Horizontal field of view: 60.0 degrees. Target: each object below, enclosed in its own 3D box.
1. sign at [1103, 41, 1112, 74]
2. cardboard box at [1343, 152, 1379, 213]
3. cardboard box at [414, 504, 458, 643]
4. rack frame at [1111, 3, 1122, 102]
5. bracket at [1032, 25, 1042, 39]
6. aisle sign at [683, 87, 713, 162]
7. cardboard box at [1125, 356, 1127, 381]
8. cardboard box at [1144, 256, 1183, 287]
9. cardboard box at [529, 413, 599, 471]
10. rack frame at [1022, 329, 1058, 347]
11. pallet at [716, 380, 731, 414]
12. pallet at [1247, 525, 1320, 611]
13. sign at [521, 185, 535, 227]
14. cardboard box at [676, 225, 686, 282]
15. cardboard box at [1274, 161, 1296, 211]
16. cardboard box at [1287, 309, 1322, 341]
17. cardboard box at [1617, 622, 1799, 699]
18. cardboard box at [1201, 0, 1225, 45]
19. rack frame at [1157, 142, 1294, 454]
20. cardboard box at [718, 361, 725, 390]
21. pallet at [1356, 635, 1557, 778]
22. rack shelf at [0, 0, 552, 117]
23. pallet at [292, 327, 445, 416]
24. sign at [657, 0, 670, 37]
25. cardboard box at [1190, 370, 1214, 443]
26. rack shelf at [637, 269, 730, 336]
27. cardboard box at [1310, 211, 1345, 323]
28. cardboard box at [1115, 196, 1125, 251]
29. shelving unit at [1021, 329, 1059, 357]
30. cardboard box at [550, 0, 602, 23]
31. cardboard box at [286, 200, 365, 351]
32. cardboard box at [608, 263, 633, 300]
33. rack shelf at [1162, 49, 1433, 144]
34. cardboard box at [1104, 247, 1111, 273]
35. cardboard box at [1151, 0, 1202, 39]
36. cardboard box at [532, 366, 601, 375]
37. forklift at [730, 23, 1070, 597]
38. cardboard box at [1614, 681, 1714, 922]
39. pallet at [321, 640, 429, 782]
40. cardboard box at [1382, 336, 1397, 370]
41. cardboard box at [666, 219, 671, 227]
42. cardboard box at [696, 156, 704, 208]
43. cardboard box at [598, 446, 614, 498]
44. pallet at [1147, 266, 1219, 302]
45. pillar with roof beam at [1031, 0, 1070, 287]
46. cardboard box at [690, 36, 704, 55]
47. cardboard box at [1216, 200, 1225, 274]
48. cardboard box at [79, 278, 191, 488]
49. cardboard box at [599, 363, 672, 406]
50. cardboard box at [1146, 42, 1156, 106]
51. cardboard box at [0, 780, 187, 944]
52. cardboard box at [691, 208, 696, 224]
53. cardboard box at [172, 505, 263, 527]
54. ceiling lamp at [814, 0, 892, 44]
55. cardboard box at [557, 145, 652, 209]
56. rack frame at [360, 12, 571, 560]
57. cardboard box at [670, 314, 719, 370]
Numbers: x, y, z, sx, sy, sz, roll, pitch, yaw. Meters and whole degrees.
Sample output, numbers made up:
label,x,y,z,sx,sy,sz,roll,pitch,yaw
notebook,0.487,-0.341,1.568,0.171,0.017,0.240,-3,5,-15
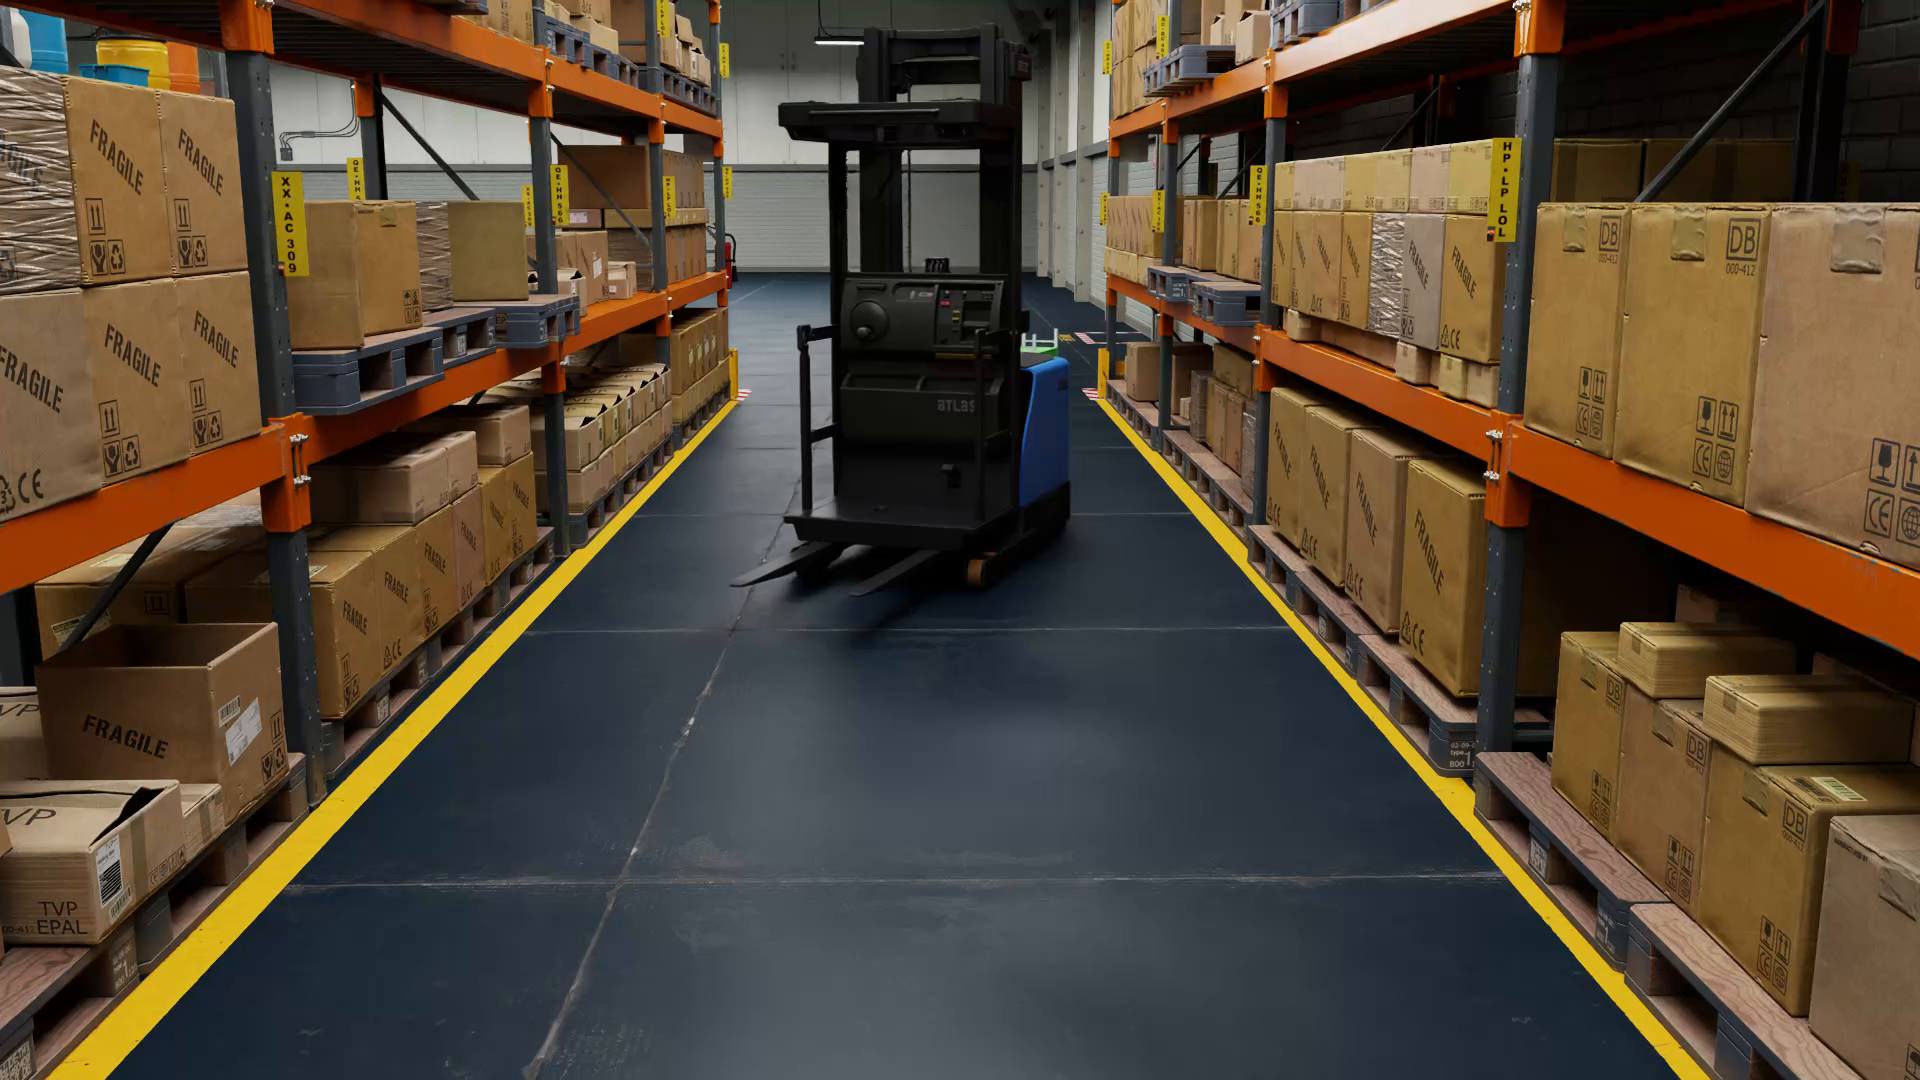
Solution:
label,x,y,z,sx,sy,sz,roll,pitch,yaw
sign,1.494,-4.875,16.804,0.100,0.325,0.005,0,11,-1
cardboard box,1.996,-1.562,7.279,0.500,0.250,0.500,0,11,-2
cardboard box,-2.460,0.134,7.034,0.500,0.500,0.500,0,11,0
rack frame,2.036,-5.919,16.604,1.000,3.000,0.127,0,11,-1
bracket,2.002,-12.915,42.034,0.076,0.066,4.783,0,11,-1
aisle sign,-2.624,-4.247,16.908,0.394,0.787,0.004,0,11,-1
cardboard box,1.960,-1.739,16.744,0.500,0.311,0.500,-2,12,-8
cardboard box,1.806,-2.213,13.752,0.500,0.250,0.500,0,11,-1
cardboard box,-2.468,-0.606,9.953,0.500,0.311,0.500,0,11,1
rack frame,0.520,-0.789,10.932,0.240,1.200,0.015,4,12,19
pallet,-2.859,-1.440,16.625,1.003,0.211,1.213,0,11,-1
pallet,2.142,0.135,8.865,1.003,0.211,1.213,0,11,-1
sign,-3.389,-2.624,13.070,0.100,0.325,0.005,0,11,-1
cardboard box,-2.885,-2.607,15.112,0.700,0.500,0.500,0,11,1
cardboard box,1.954,-1.864,8.767,0.500,0.250,0.500,0,11,0
cardboard box,1.894,-1.106,8.548,0.380,0.149,0.250,0,11,1
cardboard box,2.022,0.325,4.511,0.380,0.149,0.250,0,11,1
cardboard box,2.050,-3.800,12.394,0.500,0.500,0.500,1,12,7
rack frame,2.119,-2.184,13.281,1.000,3.000,0.127,0,11,-1
cardboard box,-2.588,-1.612,16.319,0.500,0.250,0.500,0,11,-1
pallet,2.193,0.620,6.474,1.003,0.211,1.213,0,11,-1
rack shelf,-2.710,-2.088,7.071,1.077,0.370,4.000,0,11,-1
pallet,-2.576,-0.638,6.143,1.003,0.211,1.213,0,11,-1
sign,-2.292,-4.045,12.817,0.100,0.325,0.005,0,11,-1
cardboard box,2.151,-1.029,12.765,0.700,0.500,0.500,0,11,1
rack shelf,-2.875,-2.208,15.208,1.077,0.370,4.000,0,11,-1
cardboard box,1.966,-1.293,7.839,0.500,0.500,0.500,0,11,-1
cardboard box,1.750,-2.986,15.674,0.500,0.500,0.500,-1,11,-3
shelving unit,0.440,-0.743,10.706,0.258,1.200,0.503,4,12,19
cardboard box,-2.826,-3.897,11.615,0.500,0.500,0.500,1,12,4
cardboard box,-2.455,-0.923,5.755,0.700,0.500,0.500,-4,12,-20
cardboard box,-2.632,-1.923,12.333,0.396,0.266,0.258,-1,11,-3
rack shelf,2.160,-2.904,11.095,1.077,0.370,4.000,0,11,-1
cardboard box,1.729,-2.817,16.729,0.500,0.250,0.500,-1,11,-3
cardboard box,1.837,-4.302,13.357,0.500,0.500,0.500,-1,12,-6
cardboard box,-3.074,-1.213,12.943,0.500,0.311,0.500,0,11,-1
forklift,-0.280,-1.267,8.932,1.130,2.935,3.031,4,12,19
cardboard box,2.204,0.674,4.422,0.700,0.500,0.500,0,11,-2
pallet,-2.723,0.632,6.412,1.003,0.211,1.213,0,11,-1
cardboard box,2.012,-0.799,7.037,0.380,0.149,0.250,-1,11,-3
cardboard box,-2.665,-2.738,14.125,0.380,0.149,0.250,0,11,-2
cardboard box,-2.918,-3.540,16.448,0.700,0.500,0.500,0,11,-1
cardboard box,-2.480,-0.431,10.501,0.500,0.250,0.500,-1,11,-3
pallet,1.989,-1.938,12.548,1.003,0.211,1.213,0,11,-1
pillar with roof beam,-1.885,-10.537,39.364,9.100,9.000,0.548,0,11,-1
cardboard box,-2.909,-4.639,16.169,0.797,0.503,0.637,1,11,3
cardboard box,2.144,-2.106,11.536,0.700,0.500,0.500,1,12,7
cardboard box,-2.390,-0.421,4.339,0.500,0.500,0.500,0,11,0
cardboard box,-2.539,-1.217,12.962,0.500,0.311,0.500,0,11,-1
cardboard box,1.863,-3.913,13.956,0.500,0.500,0.500,-1,12,-6
cardboard box,-2.358,0.790,4.275,0.500,0.311,0.500,0,11,-1
cardboard box,-2.697,-3.045,15.640,0.380,0.149,0.250,0,11,1
cardboard box,-2.977,0.142,6.997,0.500,0.500,0.500,0,11,0
ceiling lamp,-2.584,-13.820,40.863,2.000,3.185,0.800,0,11,-1
cardboard box,-2.849,-2.936,13.473,0.700,0.500,0.500,0,11,-1
rack frame,-2.751,-1.368,9.258,1.000,3.000,0.127,0,11,-1
cardboard box,-2.573,-1.880,15.754,0.500,0.500,0.500,0,11,-1
